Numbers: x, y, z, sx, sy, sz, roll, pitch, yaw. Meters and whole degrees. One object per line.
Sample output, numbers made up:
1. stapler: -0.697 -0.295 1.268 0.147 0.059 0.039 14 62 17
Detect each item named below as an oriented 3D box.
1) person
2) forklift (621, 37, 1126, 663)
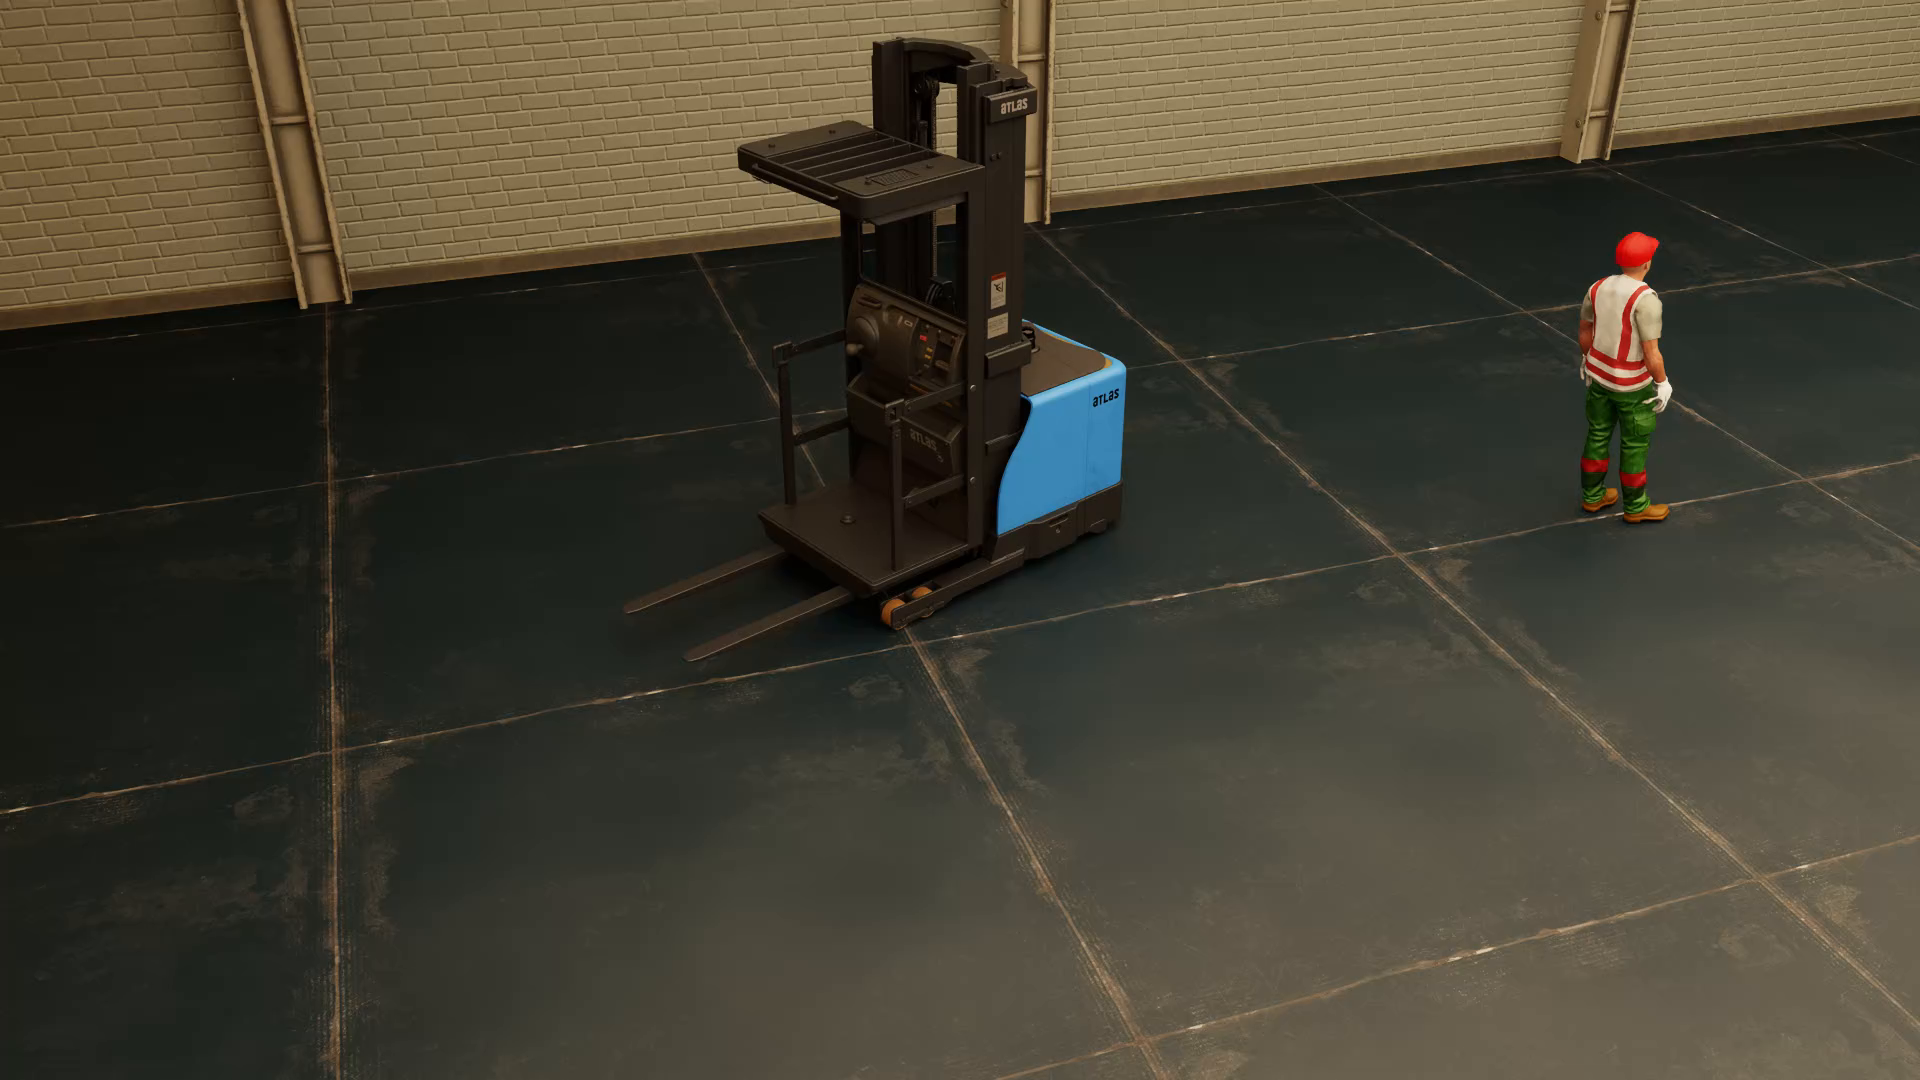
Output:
1. person: 4.003 -0.983 9.927 0.565 1.786 0.638 -14 33 -23
2. forklift: -0.461 -1.072 8.951 3.031 2.935 1.130 -23 37 -34
